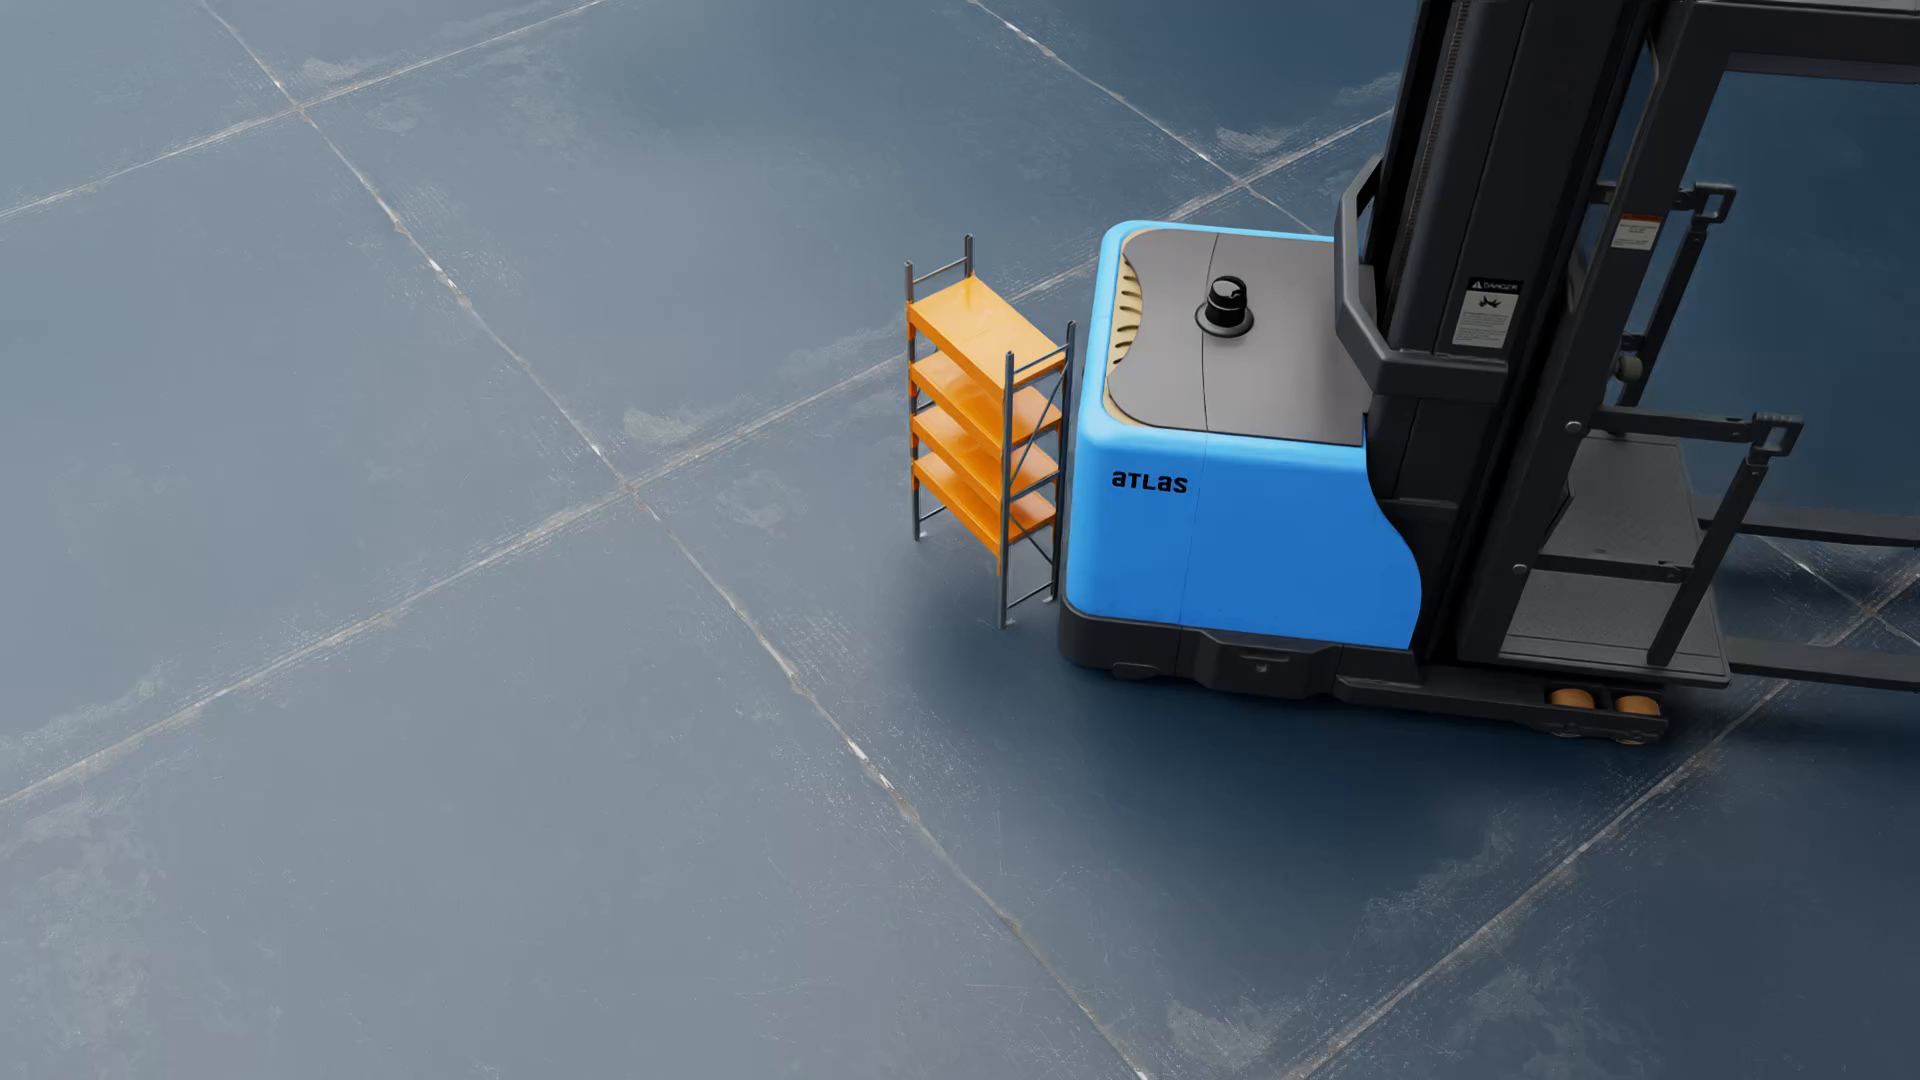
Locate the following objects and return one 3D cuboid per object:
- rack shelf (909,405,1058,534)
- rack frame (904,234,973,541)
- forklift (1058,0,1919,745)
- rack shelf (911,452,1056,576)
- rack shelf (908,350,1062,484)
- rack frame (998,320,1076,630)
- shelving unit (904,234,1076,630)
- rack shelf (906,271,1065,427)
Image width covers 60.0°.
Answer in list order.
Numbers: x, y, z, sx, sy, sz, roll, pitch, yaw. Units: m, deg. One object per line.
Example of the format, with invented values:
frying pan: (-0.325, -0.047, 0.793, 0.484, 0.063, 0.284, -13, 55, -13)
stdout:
rack shelf: (0.082, -0.264, 5.270, 0.258, 0.148, 0.480, -29, 54, -23)
rack frame: (-0.062, -0.455, 5.352, 0.240, 1.200, 0.015, -29, 54, -23)
forklift: (1.875, -0.771, 4.471, 3.031, 2.935, 1.130, 6, 48, 5)
rack shelf: (0.082, -0.130, 5.417, 0.258, 0.148, 0.480, -29, 54, -23)
rack shelf: (0.082, -0.414, 5.104, 0.258, 0.148, 0.480, -29, 54, -23)
rack frame: (0.227, -0.163, 5.088, 0.240, 1.200, 0.015, -29, 54, -23)
shelving unit: (0.082, -0.309, 5.220, 0.258, 1.200, 0.503, -29, 54, -23)
rack shelf: (0.082, -0.573, 4.929, 0.258, 0.148, 0.480, -29, 54, -23)
